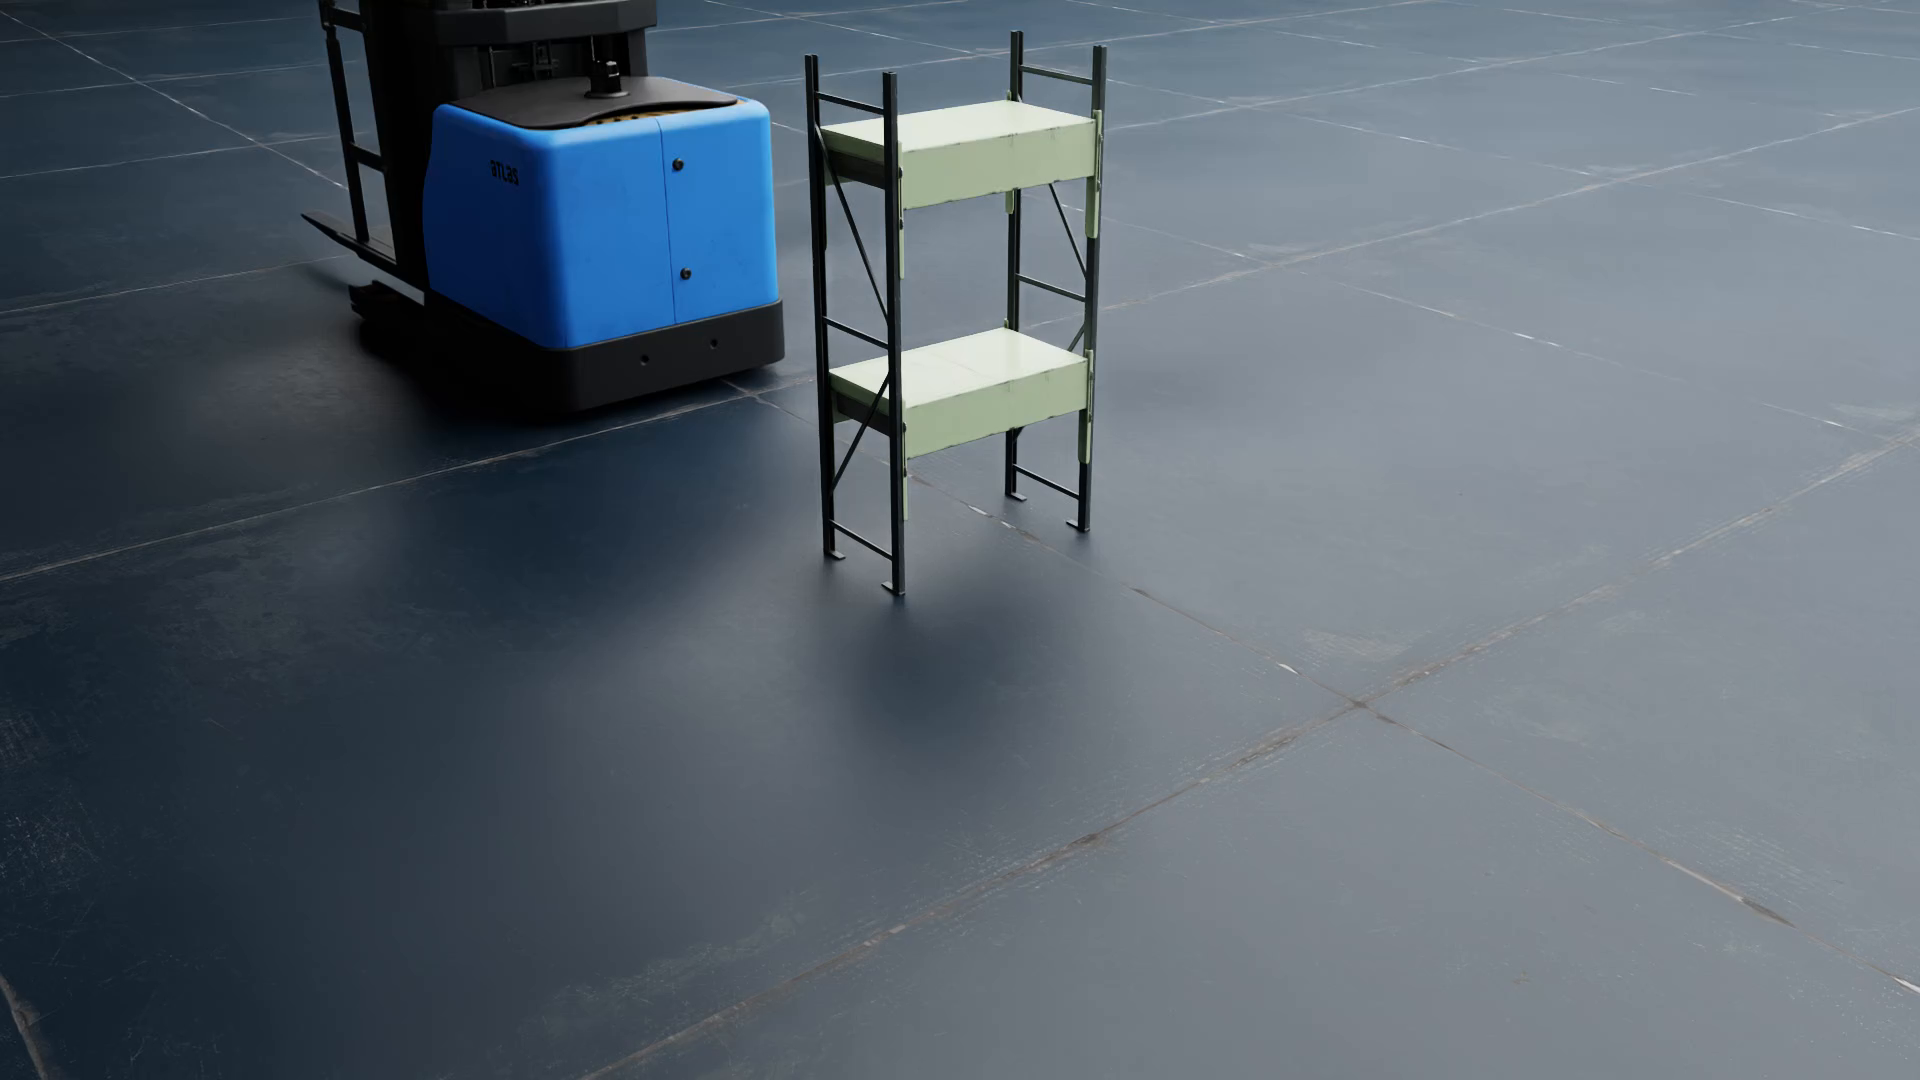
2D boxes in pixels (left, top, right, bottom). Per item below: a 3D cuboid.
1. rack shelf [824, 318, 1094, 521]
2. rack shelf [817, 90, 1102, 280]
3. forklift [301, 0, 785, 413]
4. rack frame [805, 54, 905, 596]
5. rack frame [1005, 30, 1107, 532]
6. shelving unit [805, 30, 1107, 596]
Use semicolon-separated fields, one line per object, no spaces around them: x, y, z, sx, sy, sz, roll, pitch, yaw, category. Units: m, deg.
-0.005;-0.383;5.068;0.720;0.370;0.431;-18;31;-34;rack shelf
-0.005;-1.033;4.766;0.720;0.370;0.431;-18;31;-34;rack shelf
-2.027;-2.343;6.817;1.130;2.935;3.031;-19;31;-35;forklift
-0.293;-0.583;4.726;0.023;1.500;0.400;-18;31;-34;rack frame
0.283;-0.774;5.135;0.023;1.500;0.400;-18;31;-34;rack frame
-0.005;-0.679;4.931;0.755;1.500;0.431;-18;31;-34;shelving unit
